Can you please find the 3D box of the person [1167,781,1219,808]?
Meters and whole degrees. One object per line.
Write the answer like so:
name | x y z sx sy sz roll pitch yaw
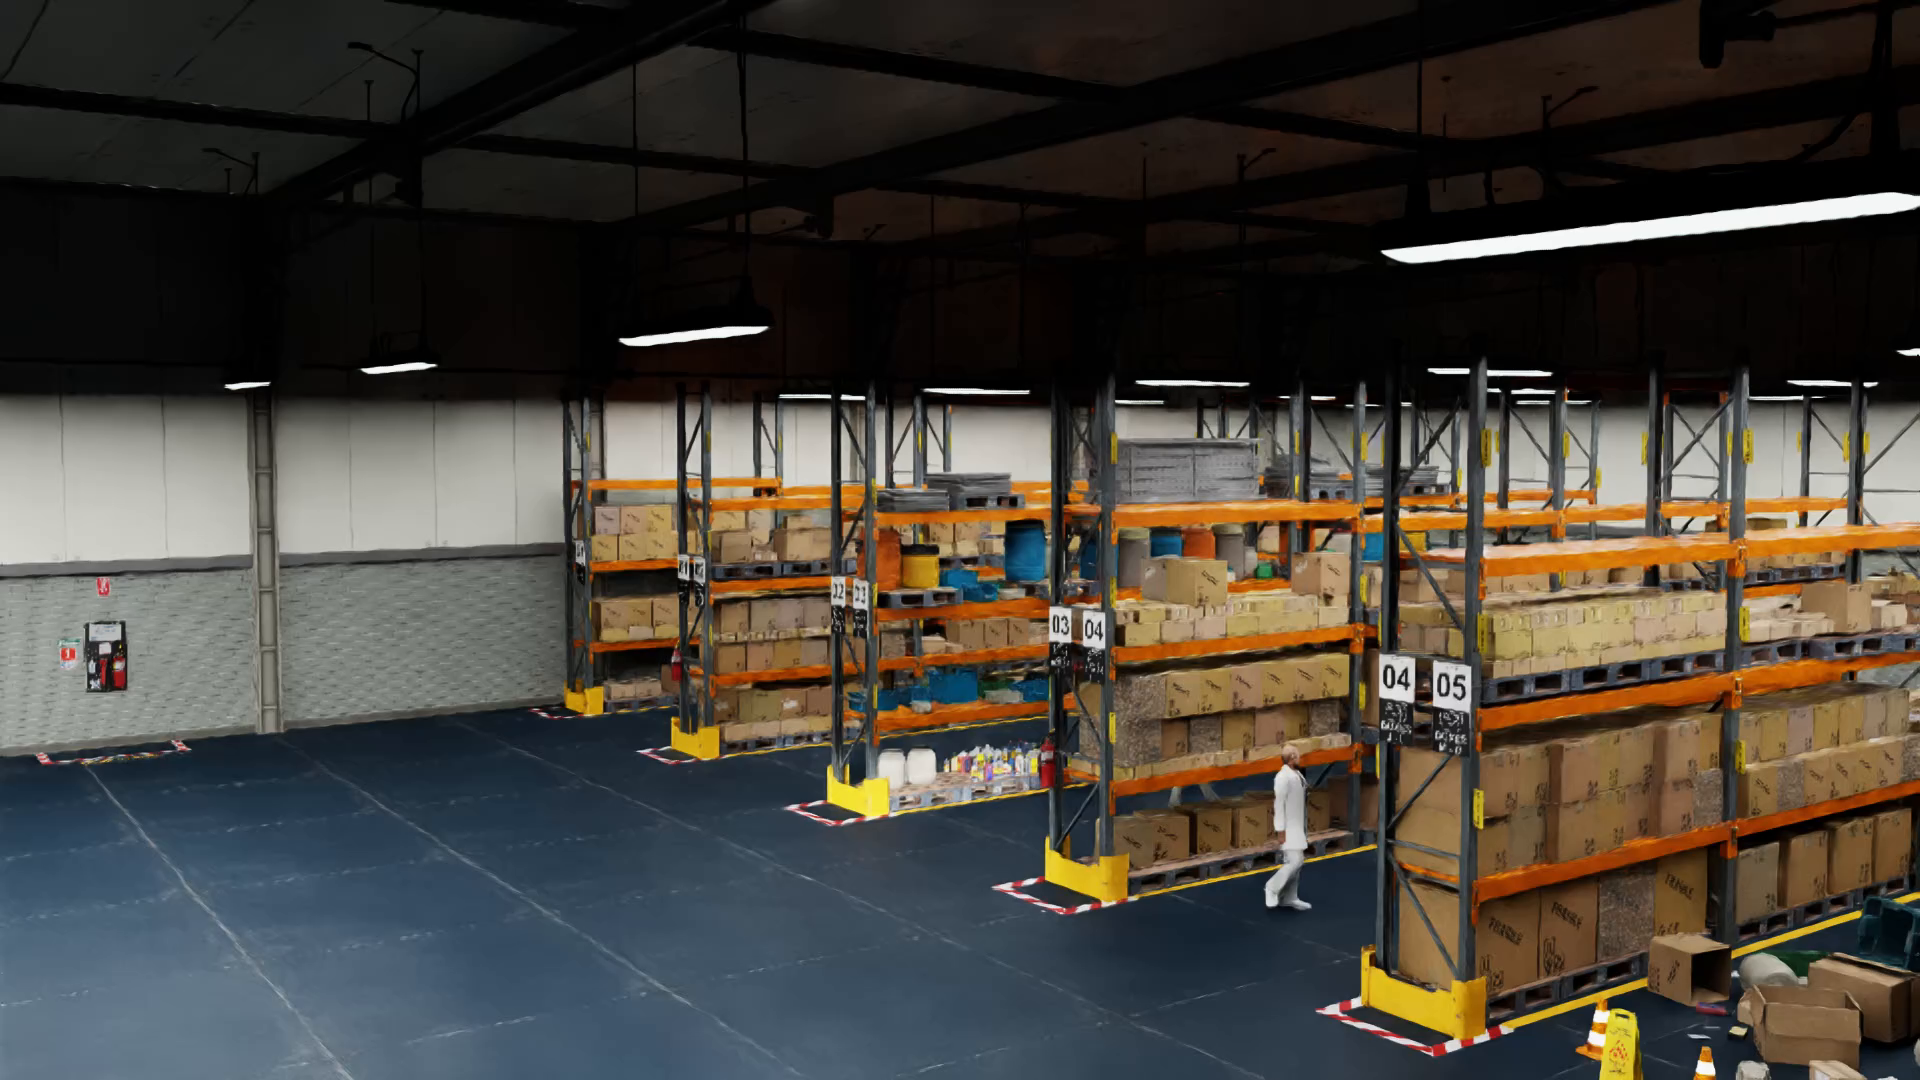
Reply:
person | 3.028 2.935 21.831 0.986 1.615 0.484 -2 4 -25

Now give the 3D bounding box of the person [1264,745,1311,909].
person | 3.570 3.115 18.025 0.516 1.777 0.628 2 4 27
